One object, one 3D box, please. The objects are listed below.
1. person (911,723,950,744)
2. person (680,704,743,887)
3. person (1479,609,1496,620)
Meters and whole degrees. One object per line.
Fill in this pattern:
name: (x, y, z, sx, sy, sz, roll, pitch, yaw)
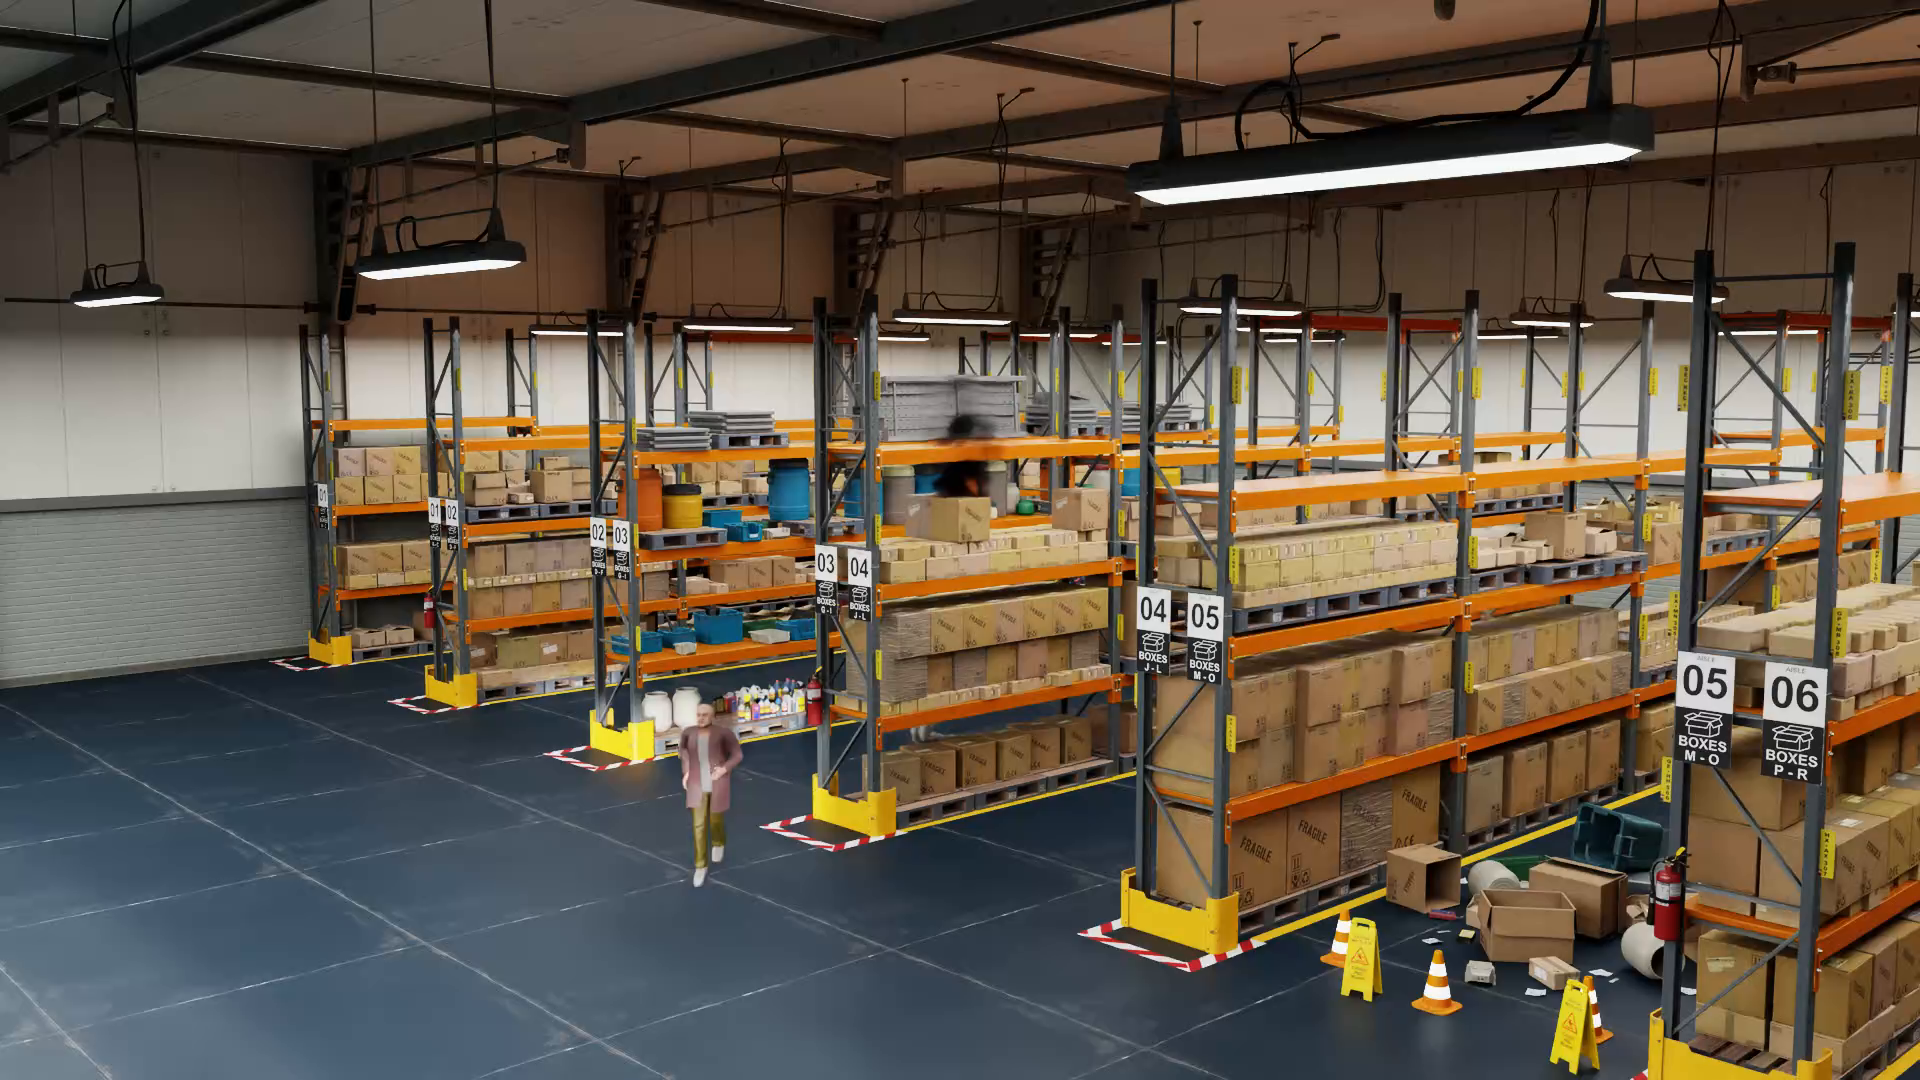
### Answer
person: (-0.416, 2.133, 21.582, 0.692, 1.739, 0.661, 6, 8, 44)
person: (-2.558, 2.552, 17.114, 0.687, 1.807, 0.962, 0, 6, 2)
person: (7.933, 1.793, 25.007, 0.583, 1.691, 0.935, 6, 8, 44)
